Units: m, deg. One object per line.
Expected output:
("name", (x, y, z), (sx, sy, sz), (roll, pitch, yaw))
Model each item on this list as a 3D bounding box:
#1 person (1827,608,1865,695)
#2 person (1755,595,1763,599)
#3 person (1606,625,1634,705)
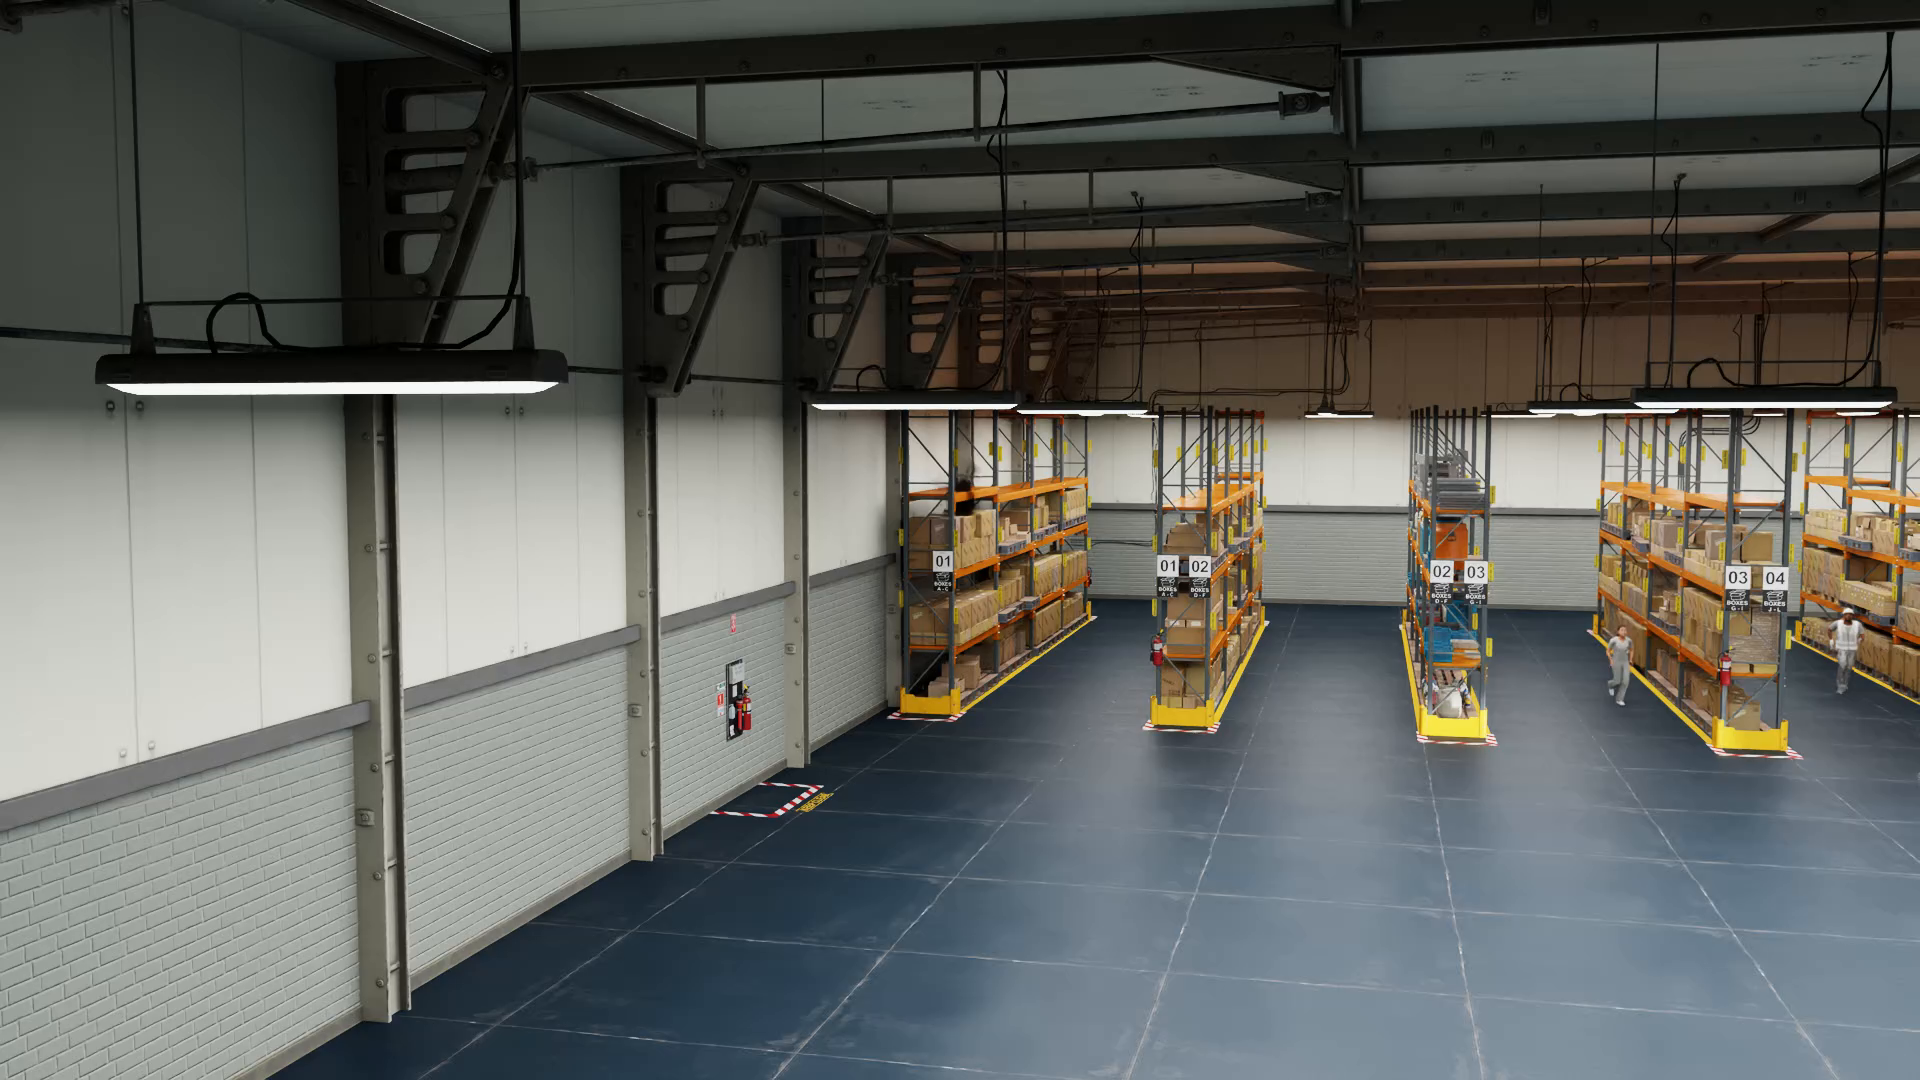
("person", (18.644, 2.334, 34.938), (0.663, 1.823, 0.777), (1, 4, 14))
("person", (20.924, 1.779, 44.181), (0.774, 1.654, 0.754), (-3, 5, -35))
("person", (13.351, 2.505, 33.662), (0.550, 1.621, 0.622), (0, 4, 5))
